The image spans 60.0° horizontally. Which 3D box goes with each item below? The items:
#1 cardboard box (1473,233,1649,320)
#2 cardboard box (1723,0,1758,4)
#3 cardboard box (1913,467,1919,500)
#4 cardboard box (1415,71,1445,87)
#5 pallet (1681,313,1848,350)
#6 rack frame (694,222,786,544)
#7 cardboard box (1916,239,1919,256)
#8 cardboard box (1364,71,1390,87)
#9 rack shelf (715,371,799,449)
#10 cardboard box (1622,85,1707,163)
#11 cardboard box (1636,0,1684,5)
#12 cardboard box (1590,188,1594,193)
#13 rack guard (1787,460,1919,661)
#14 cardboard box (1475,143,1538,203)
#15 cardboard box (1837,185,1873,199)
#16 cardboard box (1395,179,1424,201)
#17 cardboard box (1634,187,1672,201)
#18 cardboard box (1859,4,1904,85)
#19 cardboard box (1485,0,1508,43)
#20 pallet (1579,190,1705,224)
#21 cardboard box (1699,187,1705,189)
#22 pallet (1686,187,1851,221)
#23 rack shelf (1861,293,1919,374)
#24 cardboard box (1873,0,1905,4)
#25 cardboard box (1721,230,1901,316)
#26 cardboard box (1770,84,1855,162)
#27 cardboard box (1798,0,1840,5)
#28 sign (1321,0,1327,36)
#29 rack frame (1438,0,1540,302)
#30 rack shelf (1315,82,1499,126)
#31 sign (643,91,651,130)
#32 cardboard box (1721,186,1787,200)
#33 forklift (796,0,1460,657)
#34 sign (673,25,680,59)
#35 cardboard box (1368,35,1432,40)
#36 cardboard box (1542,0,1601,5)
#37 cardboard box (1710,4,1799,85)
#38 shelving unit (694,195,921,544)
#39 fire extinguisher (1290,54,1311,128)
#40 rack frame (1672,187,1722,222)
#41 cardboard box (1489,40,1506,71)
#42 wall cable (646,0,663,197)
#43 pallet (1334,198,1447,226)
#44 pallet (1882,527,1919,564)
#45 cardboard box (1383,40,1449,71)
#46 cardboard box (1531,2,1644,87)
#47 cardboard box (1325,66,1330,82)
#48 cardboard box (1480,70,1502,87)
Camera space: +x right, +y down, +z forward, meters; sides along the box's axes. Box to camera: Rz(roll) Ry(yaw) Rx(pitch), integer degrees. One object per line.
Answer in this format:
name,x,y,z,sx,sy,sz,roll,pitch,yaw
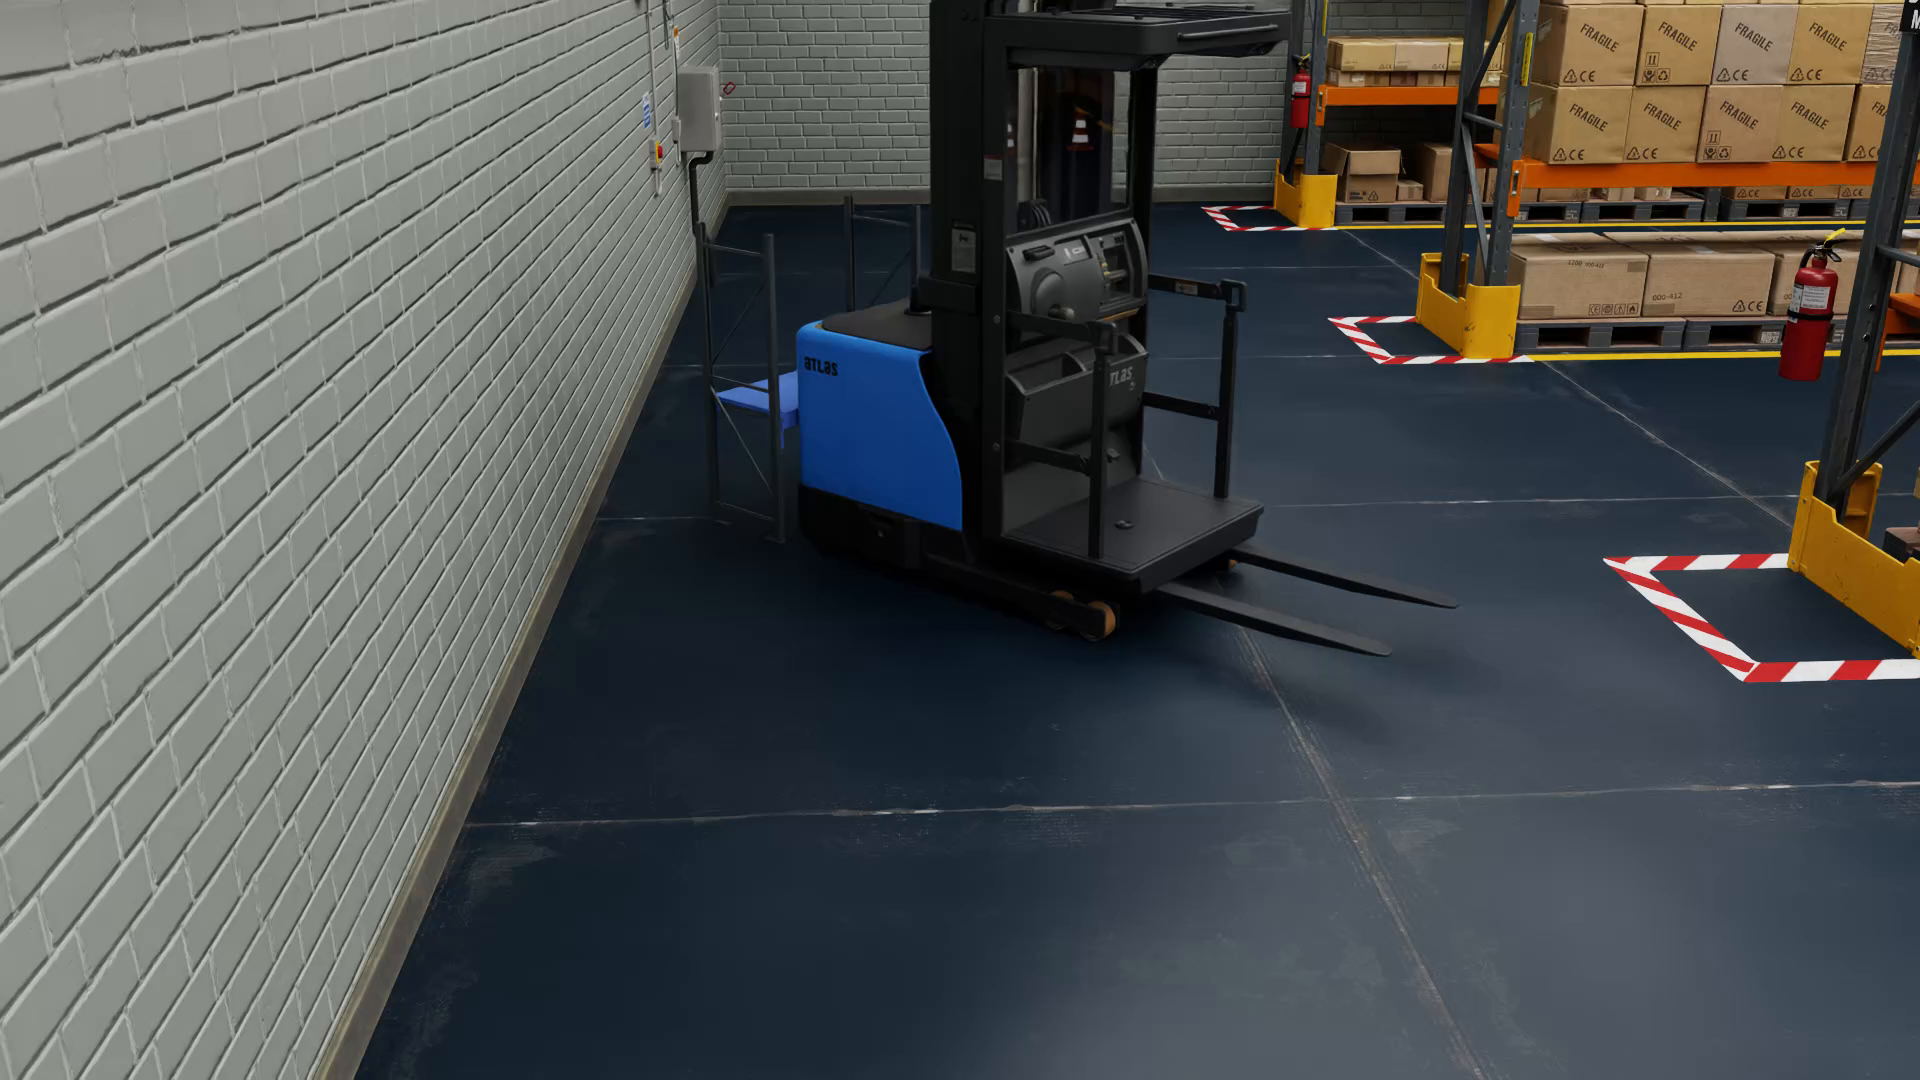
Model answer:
cardboard box,4.273,-1.896,11.895,0.875,0.438,0.875,-2,21,-5
cardboard box,5.035,-3.605,10.916,0.250,0.149,0.380,-1,21,-3
cardboard box,4.514,-0.206,7.446,0.250,0.149,0.380,-2,21,-5
cardboard box,4.444,-4.425,15.882,0.250,0.149,0.380,-1,21,-1
pallet,5.629,-1.612,12.059,1.213,0.211,1.003,-1,21,-3
rack frame,-1.050,-0.742,7.962,0.500,1.500,0.032,17,26,37
cardboard box,4.437,-1.378,6.965,0.500,0.500,0.500,-1,21,-2
cardboard box,3.928,-4.424,15.879,0.250,0.149,0.380,-1,21,-2
rack shelf,-0.724,-0.713,8.391,0.538,0.185,1.000,17,26,37
cardboard box,4.619,-2.822,11.178,0.500,0.500,0.500,-1,21,-4
cardboard box,4.514,-3.569,10.822,0.250,0.149,0.380,-1,21,-1
cardboard box,6.220,-3.618,16.824,0.250,0.149,0.380,-1,21,-4
rack guard,4.079,0.075,7.221,0.348,0.500,1.175,-1,21,-3
cardboard box,5.338,-3.597,16.275,0.500,0.500,0.500,-1,21,-2
cardboard box,8.852,-3.673,16.476,0.500,0.500,0.500,-2,21,-5
cardboard box,4.375,-3.448,16.379,0.250,0.149,0.380,-2,21,-5
cardboard box,6.787,-3.441,16.358,0.250,0.149,0.380,-2,21,-5
cardboard box,6.143,-3.314,11.065,0.500,0.500,0.500,-1,21,-2
cardboard box,5.299,-4.974,15.710,0.500,0.500,0.500,-1,21,-2
pallet,6.641,-3.375,16.690,1.213,0.211,1.003,-1,21,-3
cardboard box,7.800,-3.835,16.902,0.500,0.500,0.500,-1,21,-3
pallet,8.136,-3.419,16.804,1.213,0.211,1.003,-1,21,-3
rack shelf,6.000,-0.796,7.007,4.000,0.370,1.077,-1,21,-3
cardboard box,6.044,-3.623,10.965,0.250,0.149,0.380,-2,21,-4
cardboard box,6.087,-1.935,11.998,0.875,0.438,0.875,-2,21,-5
cardboard box,5.627,-2.842,11.231,0.500,0.500,0.500,0,21,-1
cardboard box,5.541,-3.590,10.878,0.250,0.149,0.380,-2,21,-4
sign,3.364,-4.823,15.356,0.005,0.325,0.100,-1,21,-3
rack frame,3.620,-2.848,11.385,0.127,3.000,1.000,-1,21,-3
rack shelf,5.330,-4.315,16.251,4.000,0.370,1.077,-1,21,-3
sign,-2.067,-2.833,10.966,0.001,0.218,0.327,-1,21,-3
cardboard box,7.822,-3.650,16.416,0.500,0.500,0.500,0,21,-1
forklift,0.676,-1.155,7.036,3.031,2.935,1.130,16,26,37
sign,-2.186,-3.836,12.821,0.001,0.242,0.339,-1,21,-3
cardboard box,4.292,-4.794,16.289,0.500,0.250,0.500,-1,21,-3
cardboard box,3.990,-3.574,10.835,0.250,0.149,0.380,-1,21,-2
cardboard box,5.144,-3.297,11.018,0.500,0.500,0.500,-1,21,-3
shelving unit,-0.724,-0.881,8.327,0.538,1.500,1.048,17,26,37
fire extinguisher,3.212,-4.233,15.657,0.183,0.674,0.296,-1,21,-3
rack frame,7.326,-4.692,16.230,0.127,3.000,1.000,-1,21,-3
cardboard box,5.320,-4.633,15.867,0.500,0.250,0.500,-2,21,-4
wall cable,-2.008,-3.214,10.876,0.123,1.953,0.585,-1,21,-3
pallet,4.205,-3.326,16.560,1.213,0.211,1.003,-1,21,-3
pallet,4.892,0.206,7.283,1.213,0.211,1.003,-1,21,-3
cardboard box,4.305,-4.604,15.790,0.500,0.250,0.500,-1,21,-2
cardboard box,4.115,-3.270,10.949,0.500,0.500,0.500,-2,21,-4
cardboard box,3.648,-4.596,16.329,0.250,0.149,0.380,-1,21,-4
cardboard box,4.966,-4.411,15.845,0.250,0.149,0.380,-2,21,-5
